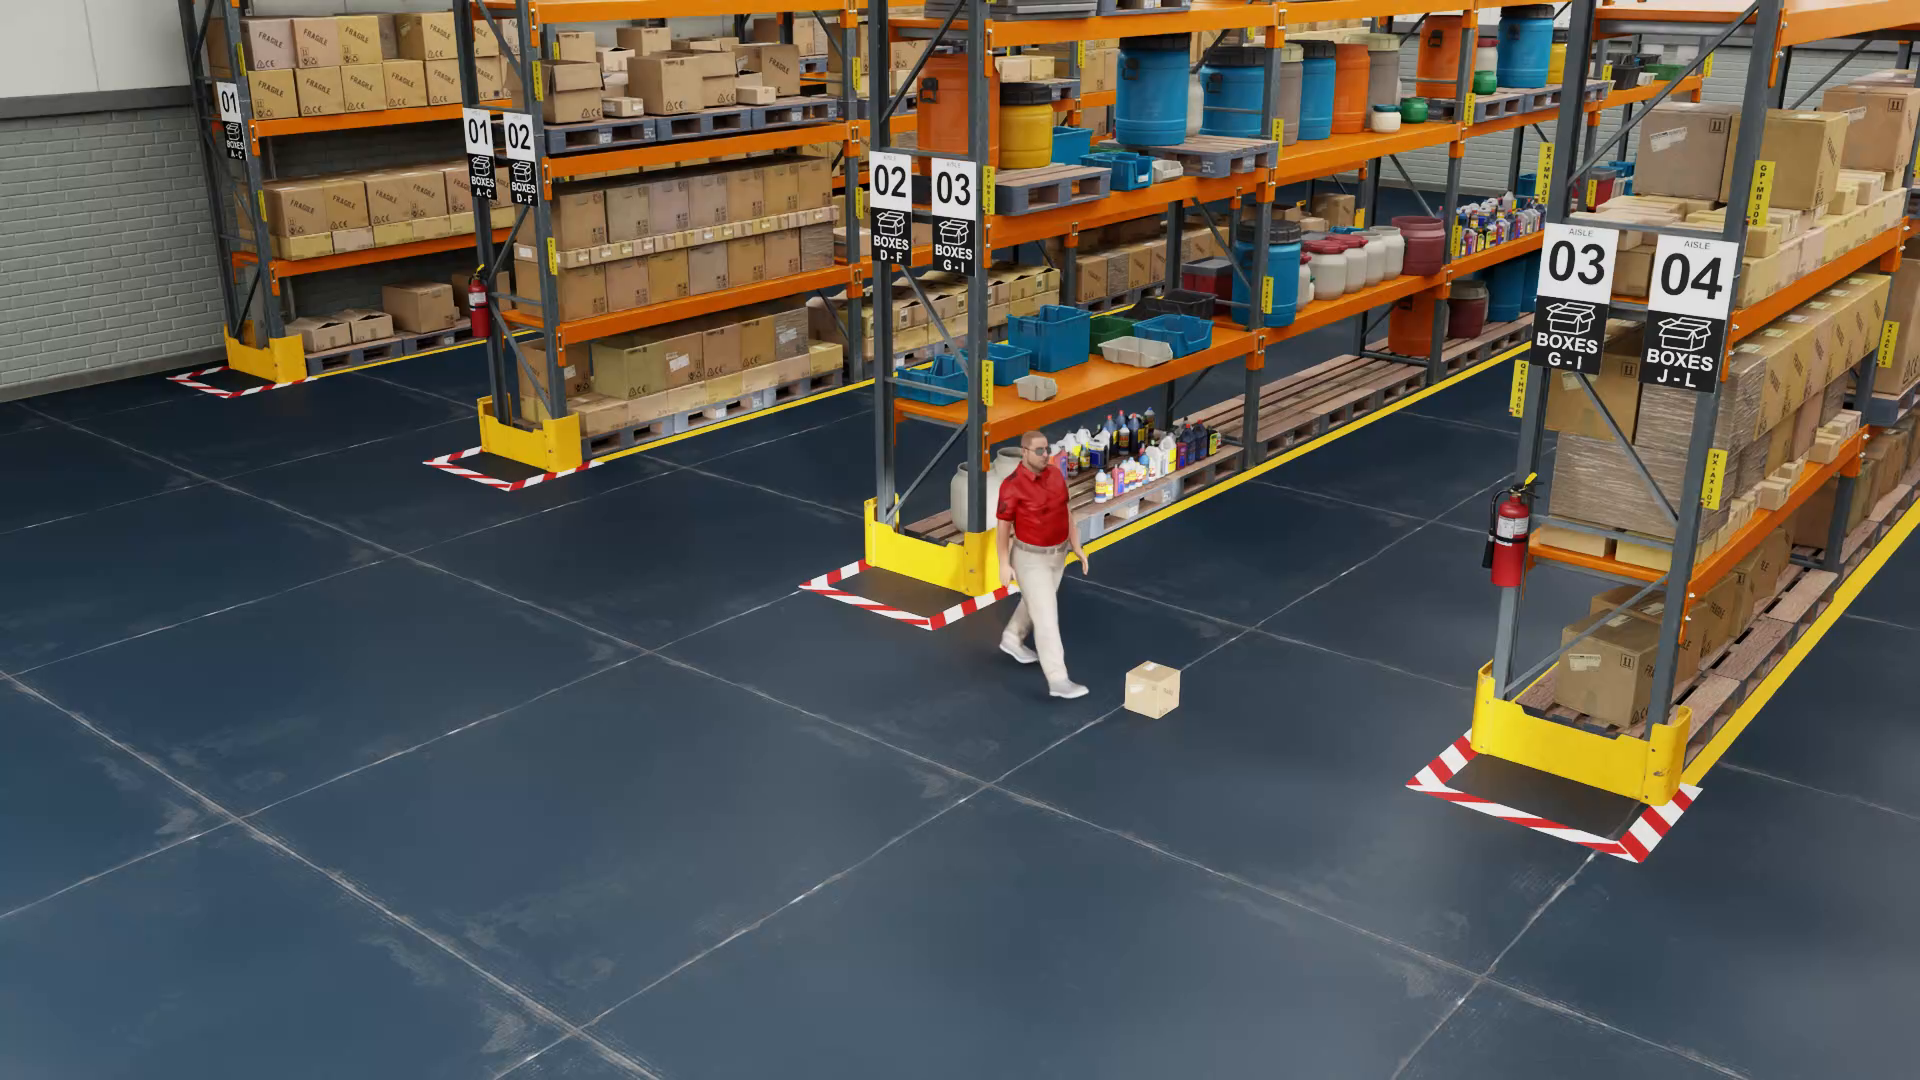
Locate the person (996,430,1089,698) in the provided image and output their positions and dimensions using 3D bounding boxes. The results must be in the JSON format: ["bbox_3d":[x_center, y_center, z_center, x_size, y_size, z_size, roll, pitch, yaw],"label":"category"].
[{"bbox_3d":[0.576,0.128,10.763,0.956,1.683,0.544,17,26,39],"label":"person"}]
